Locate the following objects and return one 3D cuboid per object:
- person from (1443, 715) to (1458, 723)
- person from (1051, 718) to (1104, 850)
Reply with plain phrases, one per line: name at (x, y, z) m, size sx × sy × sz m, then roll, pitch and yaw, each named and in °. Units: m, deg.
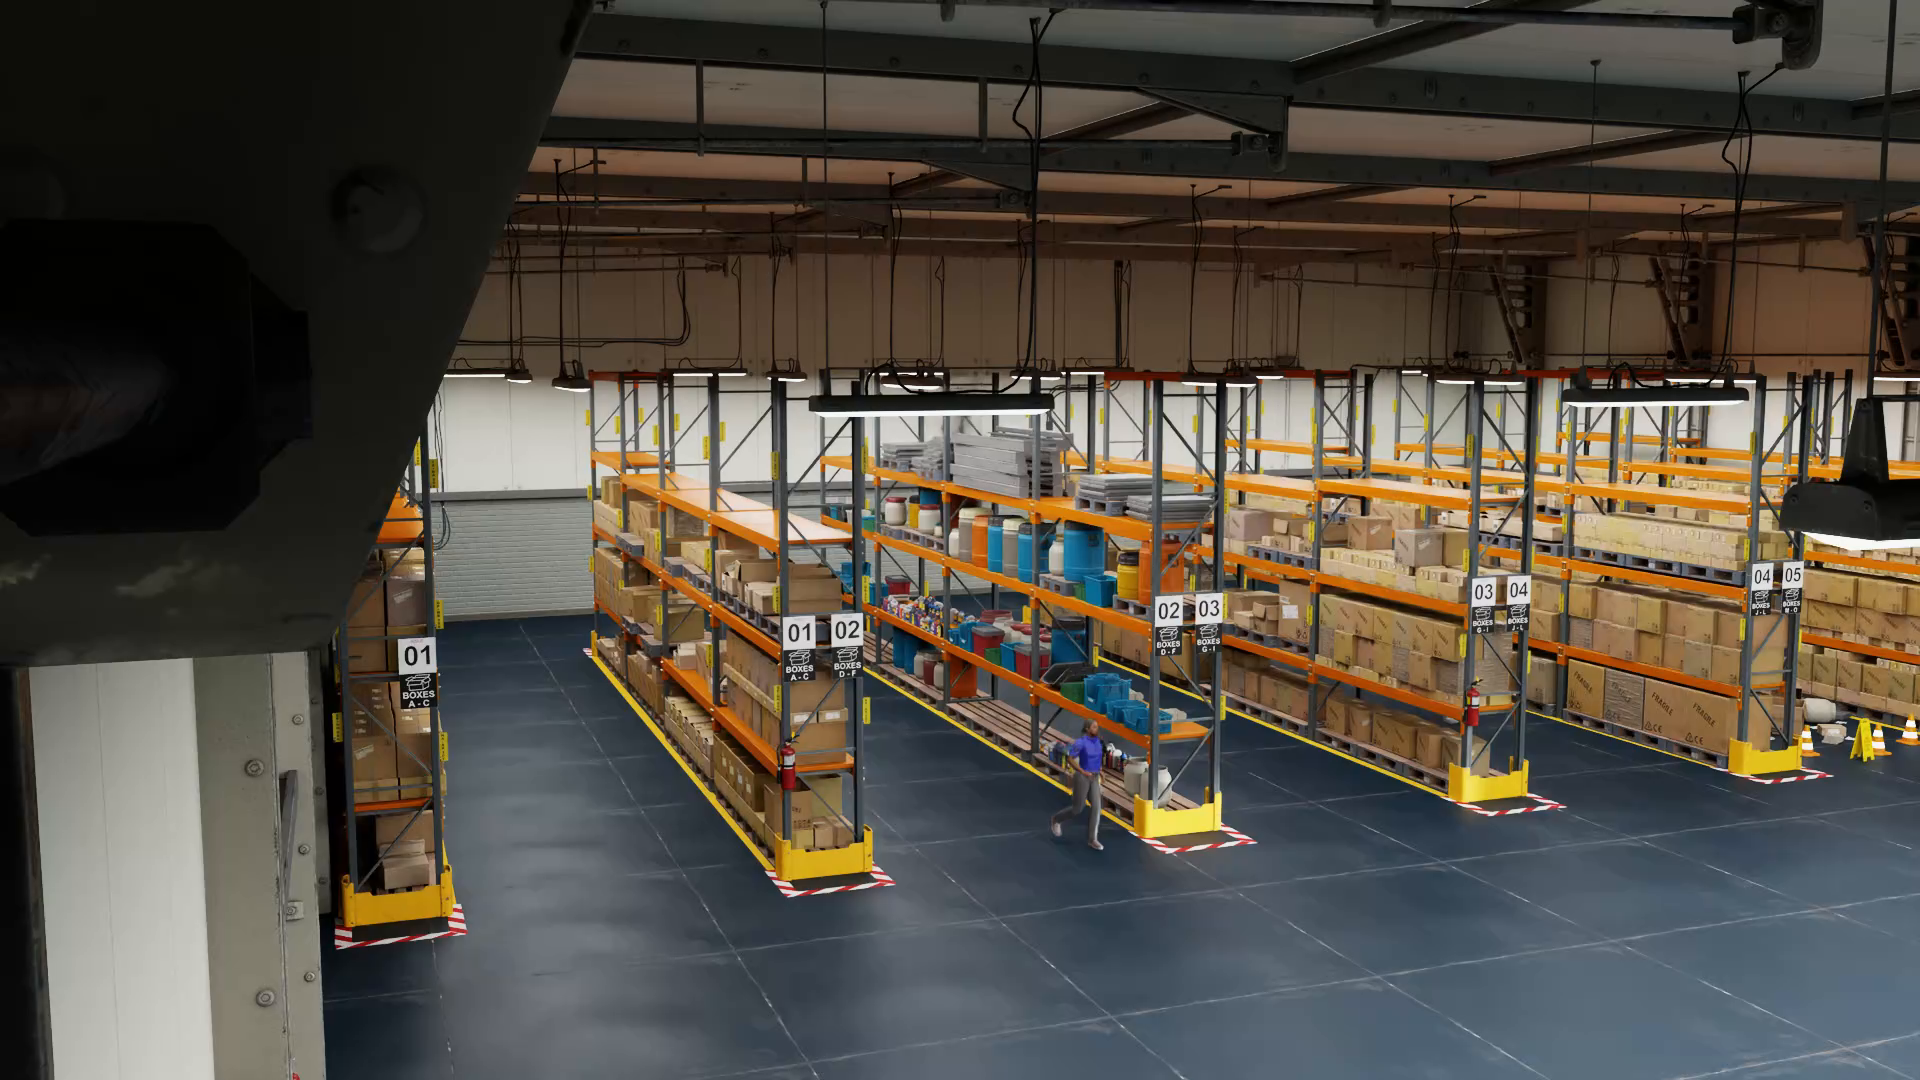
person at (8.498, 2.286, 28.454) m, size 0.670 × 1.737 × 0.591 m, roll -4°, pitch 7°, yaw -31°
person at (1.661, 3.120, 21.574) m, size 0.650 × 1.612 × 0.880 m, roll -5°, pitch 8°, yaw -41°
